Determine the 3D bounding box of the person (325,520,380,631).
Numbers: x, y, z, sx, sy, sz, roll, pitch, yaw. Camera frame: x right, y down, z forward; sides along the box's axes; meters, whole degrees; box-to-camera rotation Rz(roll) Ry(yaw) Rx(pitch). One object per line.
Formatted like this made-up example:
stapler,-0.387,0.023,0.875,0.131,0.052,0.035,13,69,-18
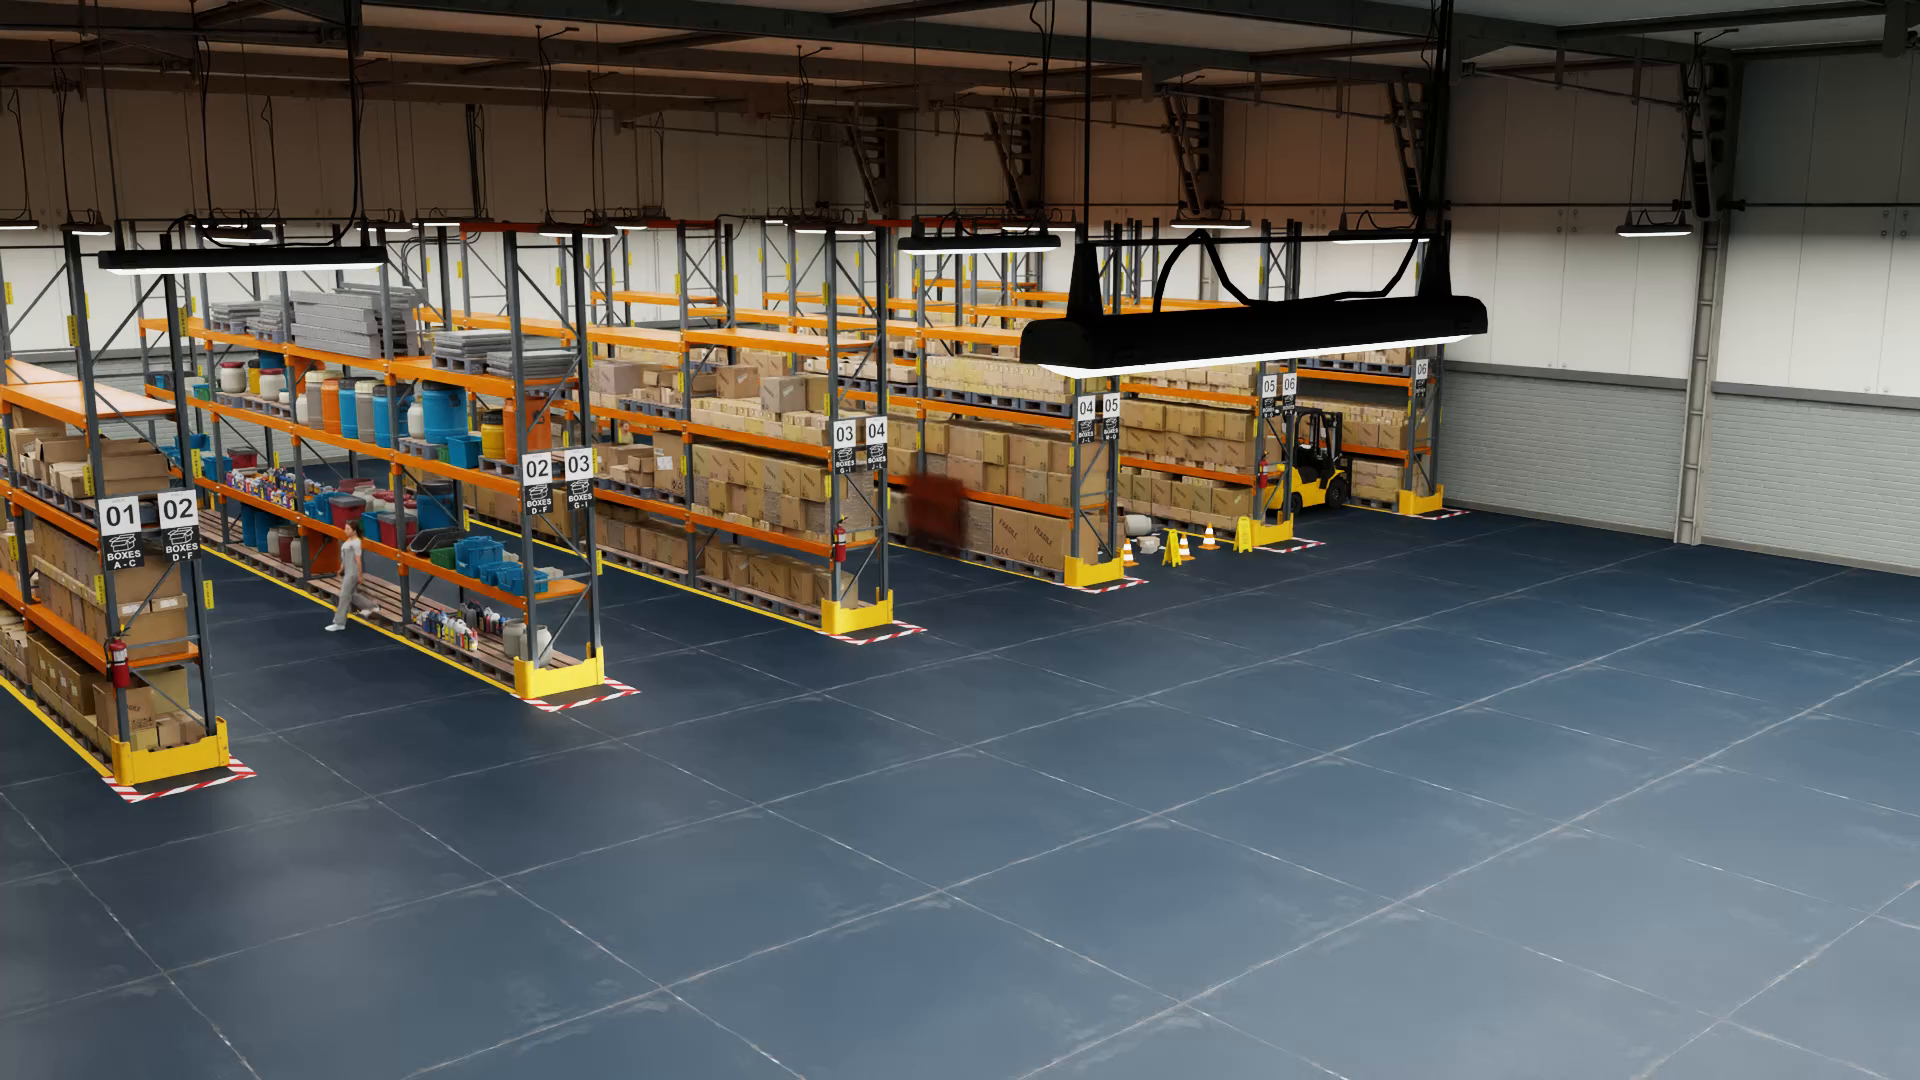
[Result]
person,-9.209,0.513,25.088,0.807,1.645,0.453,-5,12,-22

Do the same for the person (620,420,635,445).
person,-7.402,-1.851,36.864,0.486,1.611,1.058,-11,16,-43
